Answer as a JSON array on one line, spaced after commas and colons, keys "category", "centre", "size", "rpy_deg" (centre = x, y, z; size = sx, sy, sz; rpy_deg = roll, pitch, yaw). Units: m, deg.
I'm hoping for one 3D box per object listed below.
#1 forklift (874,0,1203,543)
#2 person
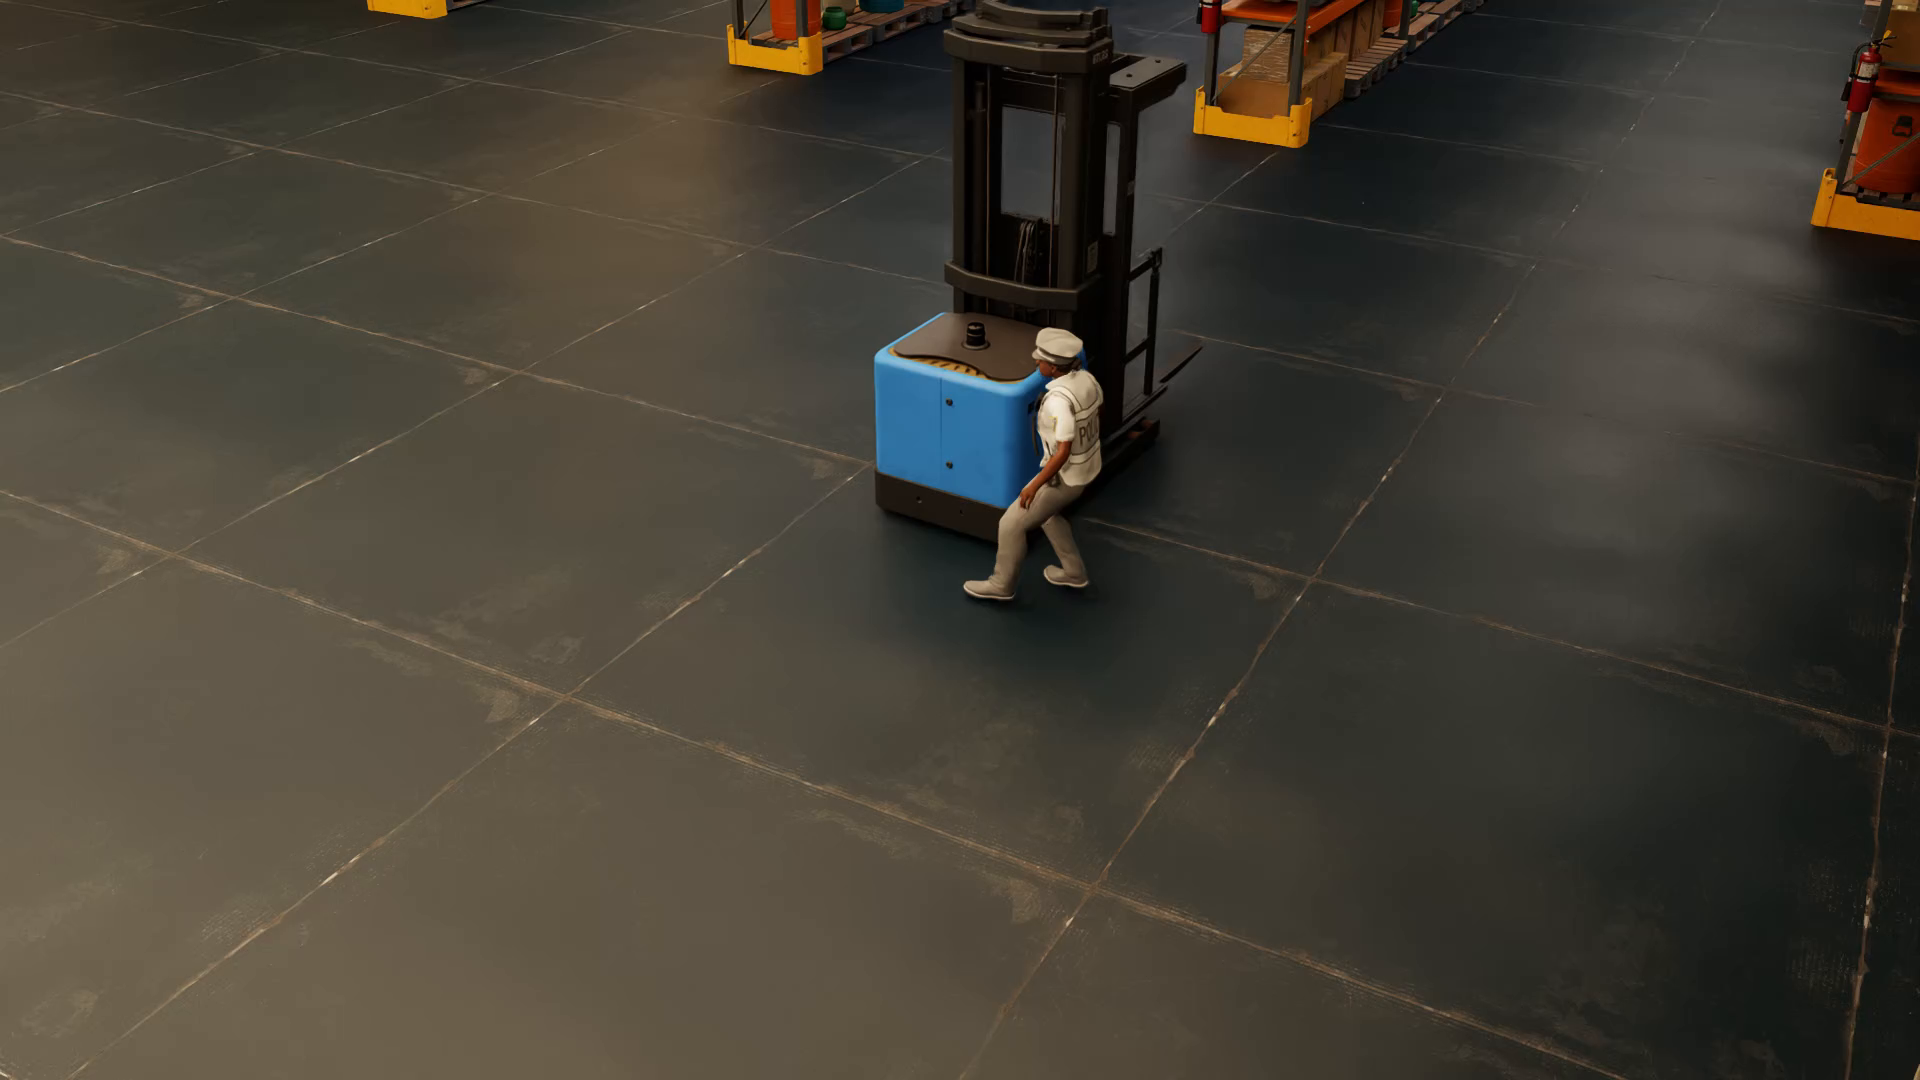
[{"category": "forklift", "centre": [0.678, -1.936, 10.426], "size": [1.130, 2.935, 3.031], "rpy_deg": [17, 34, 27]}, {"category": "person", "centre": [0.421, -0.417, 9.082], "size": [0.678, 1.581, 0.813], "rpy_deg": [14, 33, 23]}]
